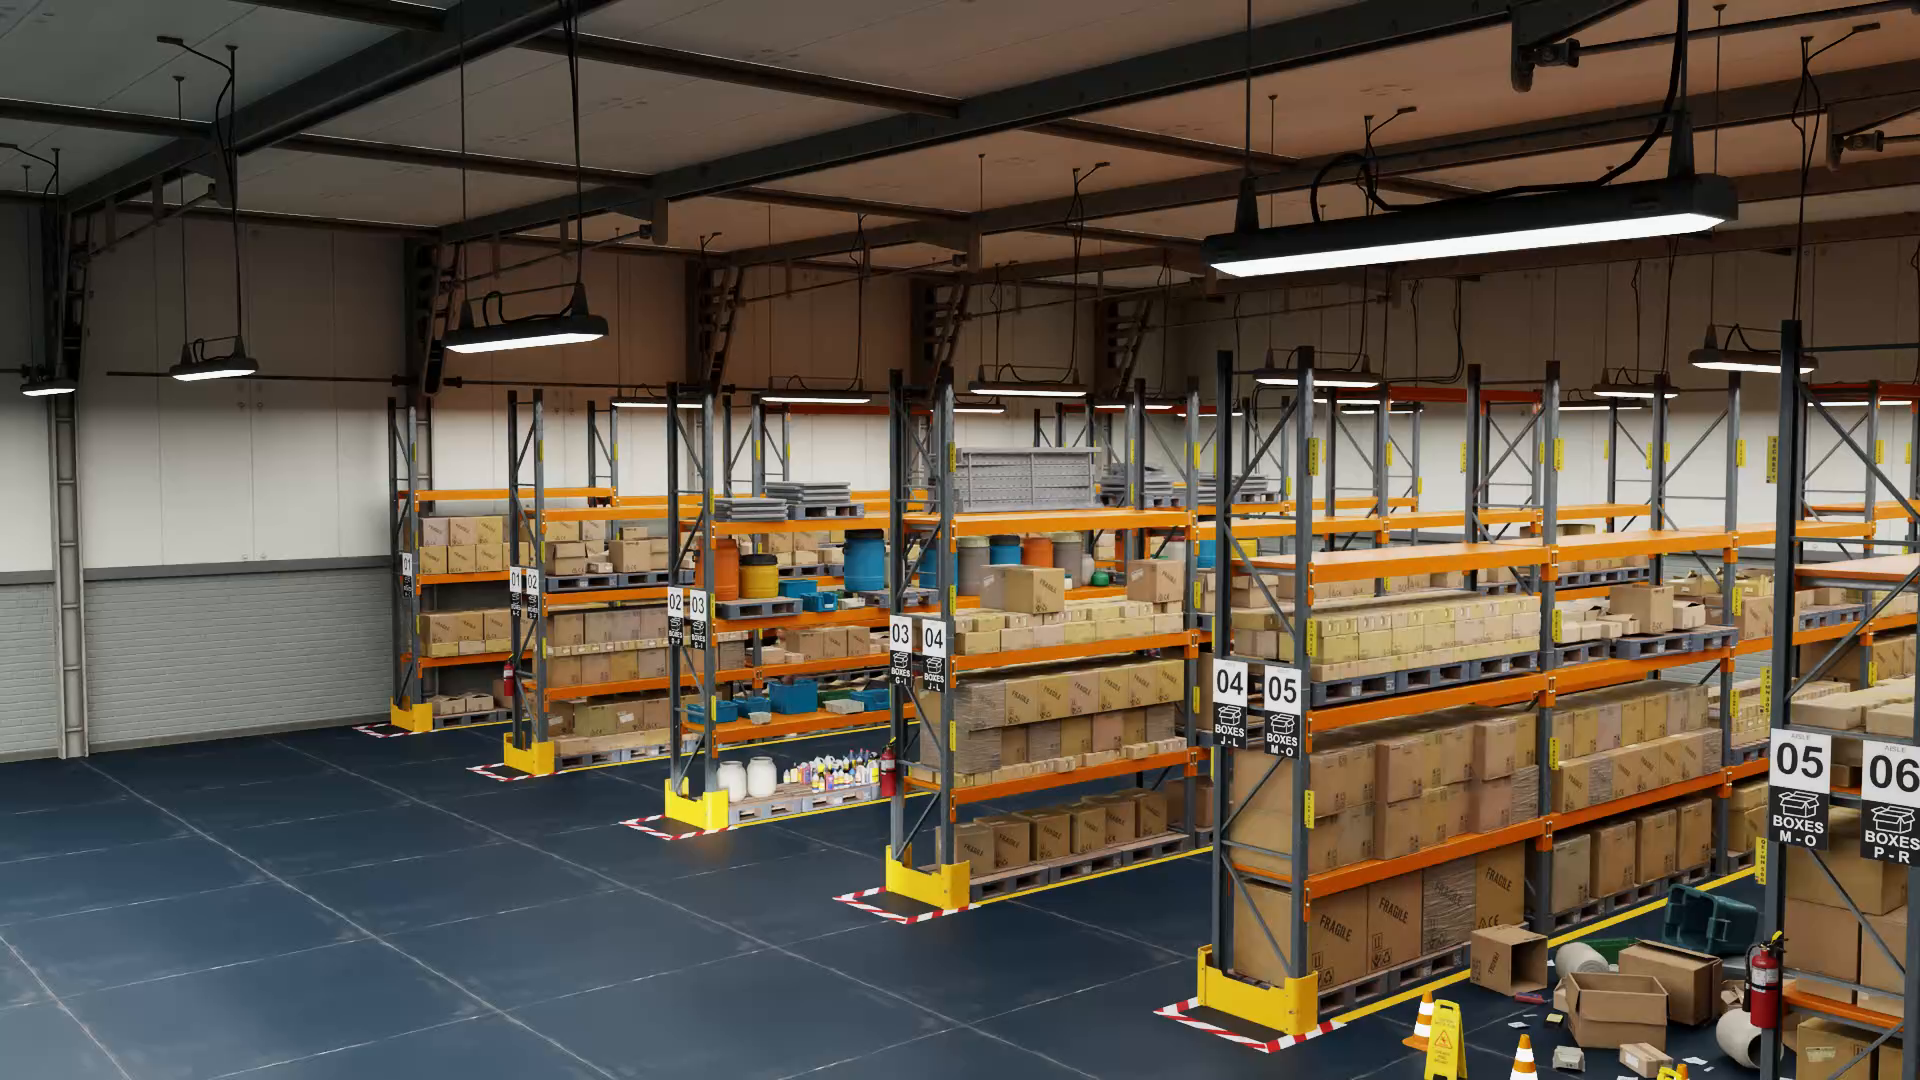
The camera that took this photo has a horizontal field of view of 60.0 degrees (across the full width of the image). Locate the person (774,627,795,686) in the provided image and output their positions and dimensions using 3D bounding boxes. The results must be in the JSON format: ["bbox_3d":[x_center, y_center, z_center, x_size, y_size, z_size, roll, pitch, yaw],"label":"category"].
[{"bbox_3d":[-3.315,2.470,32.196,0.575,1.641,0.938,2,4,35],"label":"person"}]
